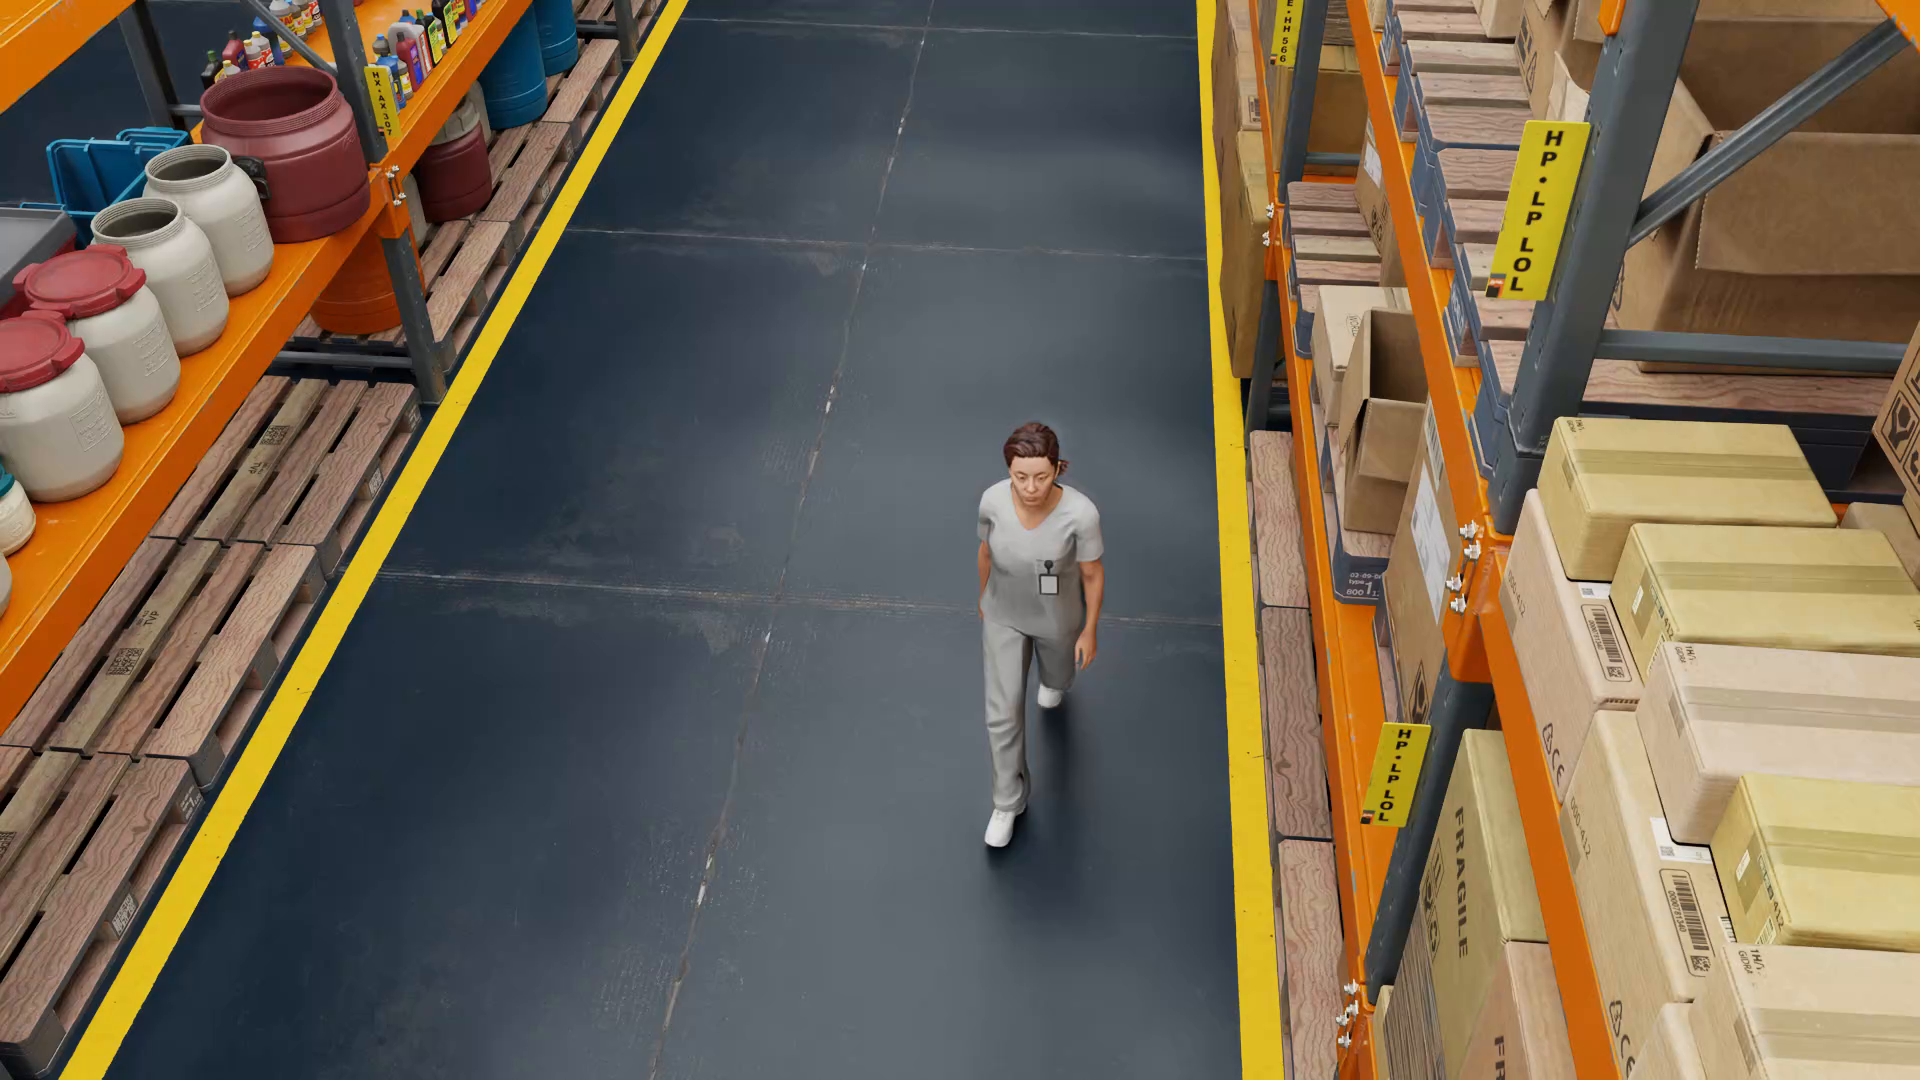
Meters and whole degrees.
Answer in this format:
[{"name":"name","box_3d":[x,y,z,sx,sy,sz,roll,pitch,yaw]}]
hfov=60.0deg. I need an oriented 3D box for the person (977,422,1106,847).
[{"name":"person","box_3d":[0.282,0.228,5.894,0.455,1.628,0.978,7,41,8]}]
